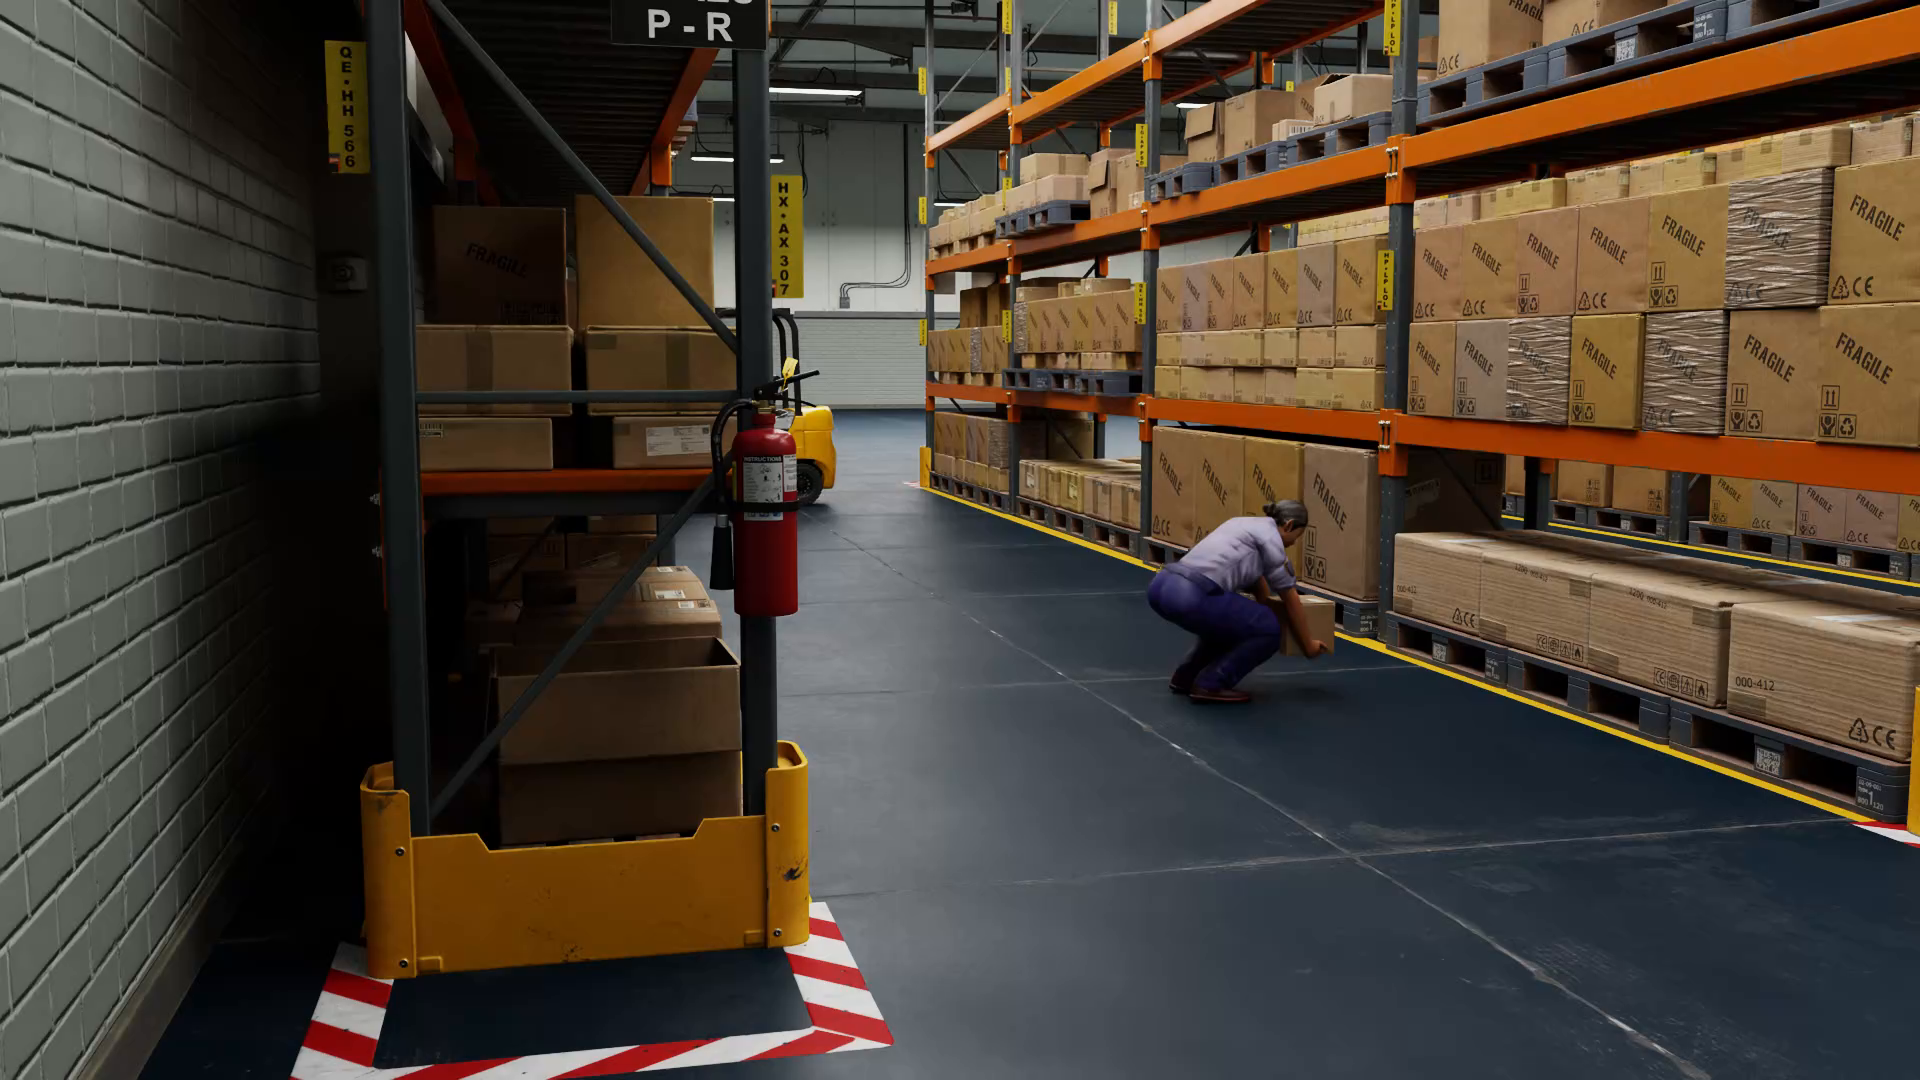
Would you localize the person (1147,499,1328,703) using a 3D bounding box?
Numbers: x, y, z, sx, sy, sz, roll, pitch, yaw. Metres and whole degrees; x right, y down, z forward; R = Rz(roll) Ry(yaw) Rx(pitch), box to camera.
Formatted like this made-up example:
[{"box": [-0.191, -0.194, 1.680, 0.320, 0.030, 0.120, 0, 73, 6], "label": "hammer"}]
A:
[{"box": [1.323, 0.285, 7.962, 0.850, 0.942, 0.507, -2, 6, -15], "label": "person"}]
